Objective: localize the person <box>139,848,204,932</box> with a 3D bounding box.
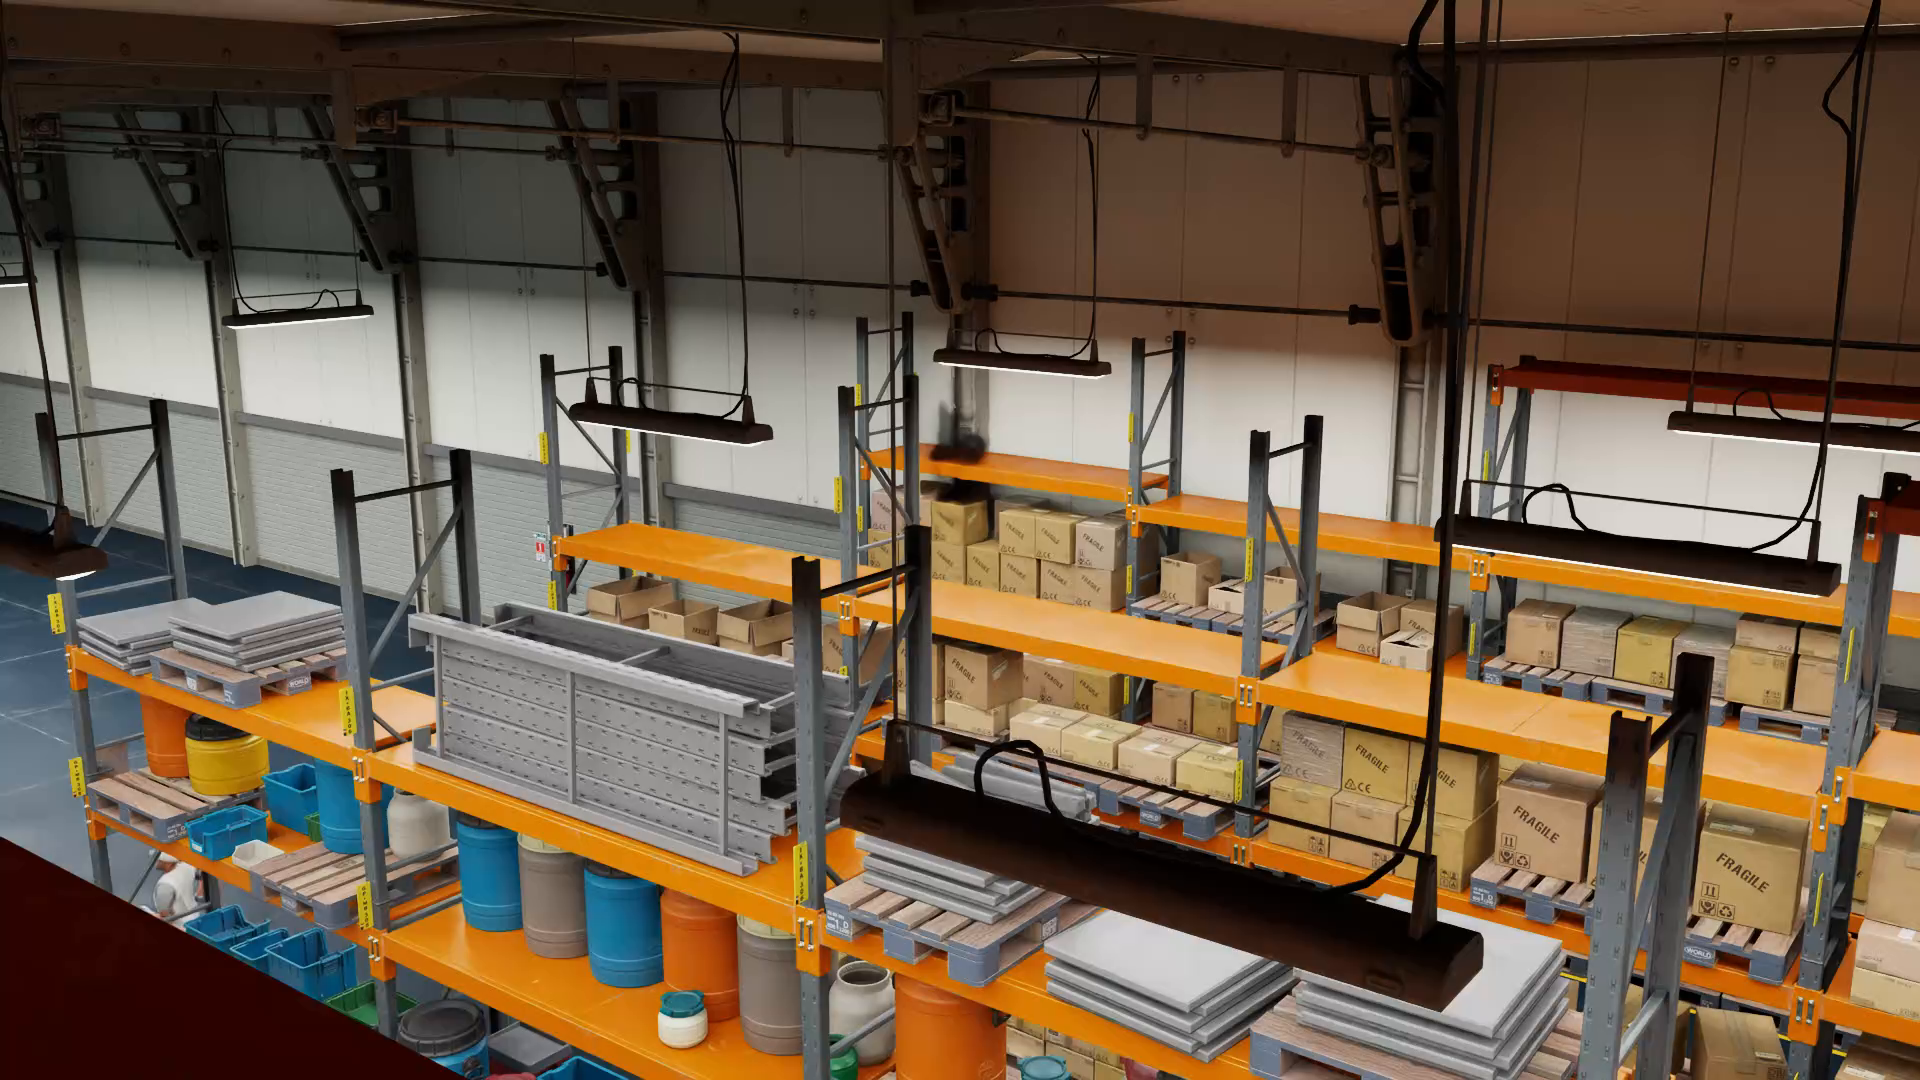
[{"bbox_3d":[-7.372,3.651,15.672,0.666,1.791,0.687,-3,13,-11],"label":"person"}]
